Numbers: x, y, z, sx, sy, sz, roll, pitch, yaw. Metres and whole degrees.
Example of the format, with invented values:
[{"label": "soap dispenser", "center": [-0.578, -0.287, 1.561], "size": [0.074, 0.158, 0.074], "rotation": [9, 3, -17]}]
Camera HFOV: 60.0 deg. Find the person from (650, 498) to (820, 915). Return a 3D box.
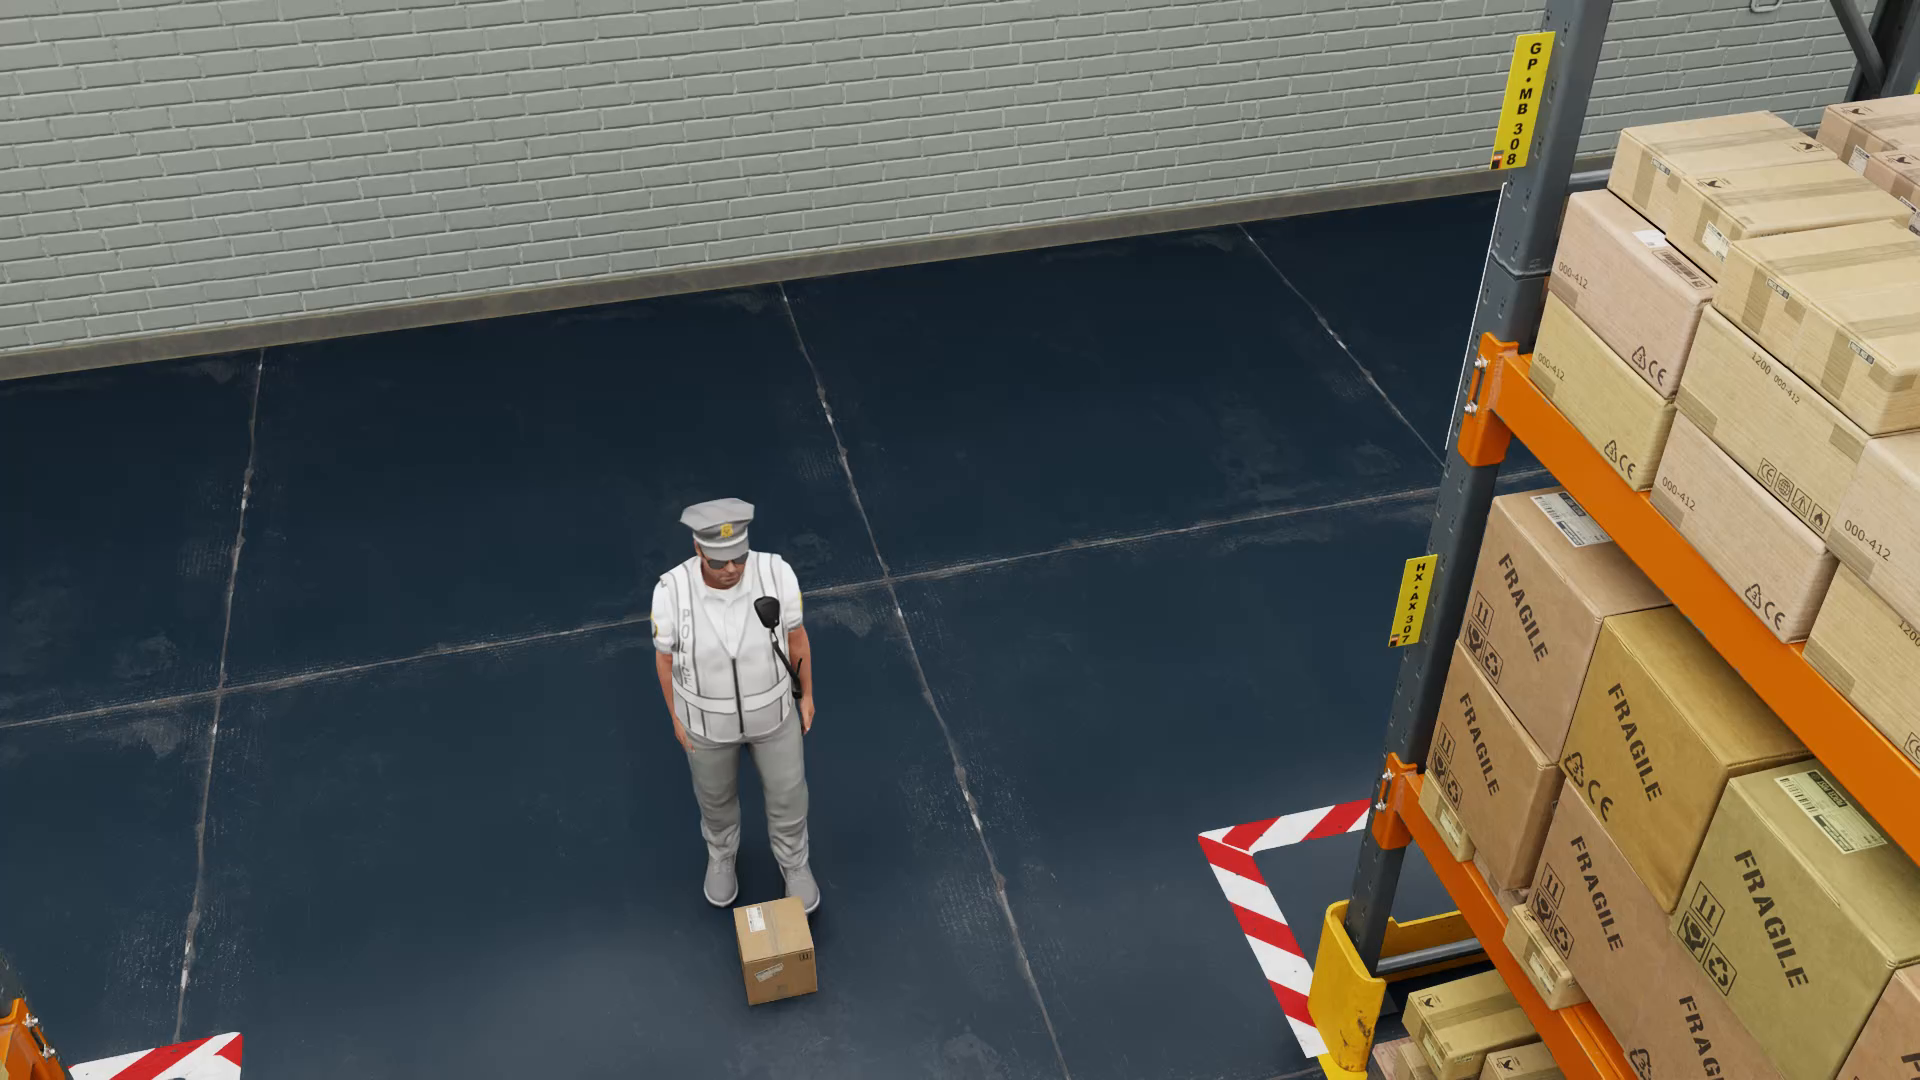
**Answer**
[{"label": "person", "center": [-0.773, 0.624, 5.904], "size": [0.540, 1.754, 0.484], "rotation": [-9, 39, -11]}]
